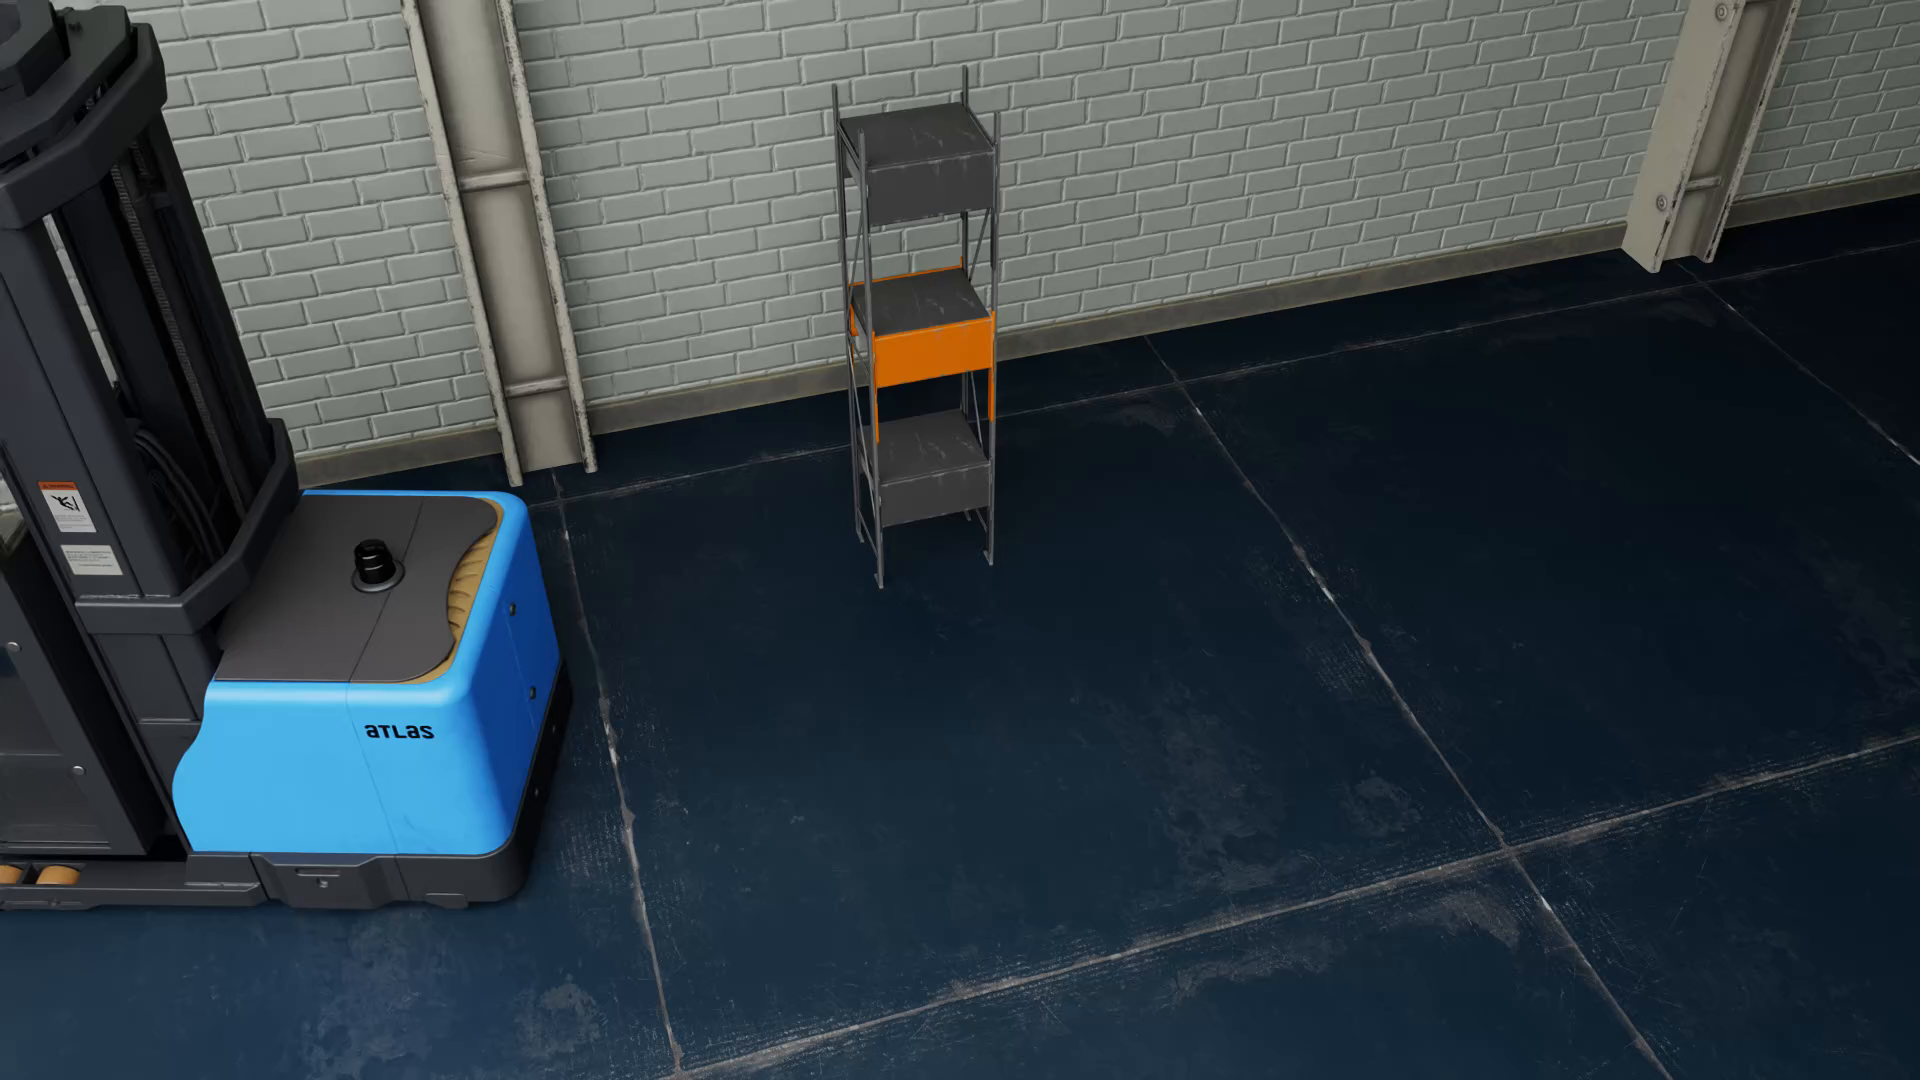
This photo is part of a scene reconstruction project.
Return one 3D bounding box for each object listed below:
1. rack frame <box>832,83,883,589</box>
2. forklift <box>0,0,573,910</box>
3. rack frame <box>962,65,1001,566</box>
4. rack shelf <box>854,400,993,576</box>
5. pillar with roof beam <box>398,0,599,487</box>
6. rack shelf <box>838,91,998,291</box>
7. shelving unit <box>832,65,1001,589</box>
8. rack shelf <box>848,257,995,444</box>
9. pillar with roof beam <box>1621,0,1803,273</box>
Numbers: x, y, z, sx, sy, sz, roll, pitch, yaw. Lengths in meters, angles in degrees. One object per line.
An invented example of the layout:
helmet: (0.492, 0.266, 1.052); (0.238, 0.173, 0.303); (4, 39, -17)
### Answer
rack frame: (-0.391, -0.710, 6.467); (0.015, 2.100, 0.400); (-12, 42, -13)
forklift: (-3.017, -0.166, 5.212); (3.031, 2.935, 1.130); (1, 41, 1)
rack frame: (0.075, -0.806, 6.577); (0.015, 2.100, 0.400); (-12, 42, -13)
rack shelf: (-0.158, -0.221, 6.991); (0.480, 0.518, 0.431); (-12, 42, -13)
pillar with roof beam: (-0.597, -1.062, 1.626); (0.400, 9.000, 9.100); (-12, 42, -13)
rack shelf: (-0.158, -1.275, 6.070); (0.480, 0.518, 0.431); (-12, 42, -13)
shelving unit: (-0.158, -0.758, 6.522); (0.503, 2.100, 0.431); (-12, 42, -13)
rack shelf: (-0.158, -0.748, 6.531); (0.480, 0.518, 0.431); (-12, 42, -13)
pillar with roof beam: (5.126, -2.248, 2.983); (0.400, 9.000, 9.100); (-12, 42, -13)
